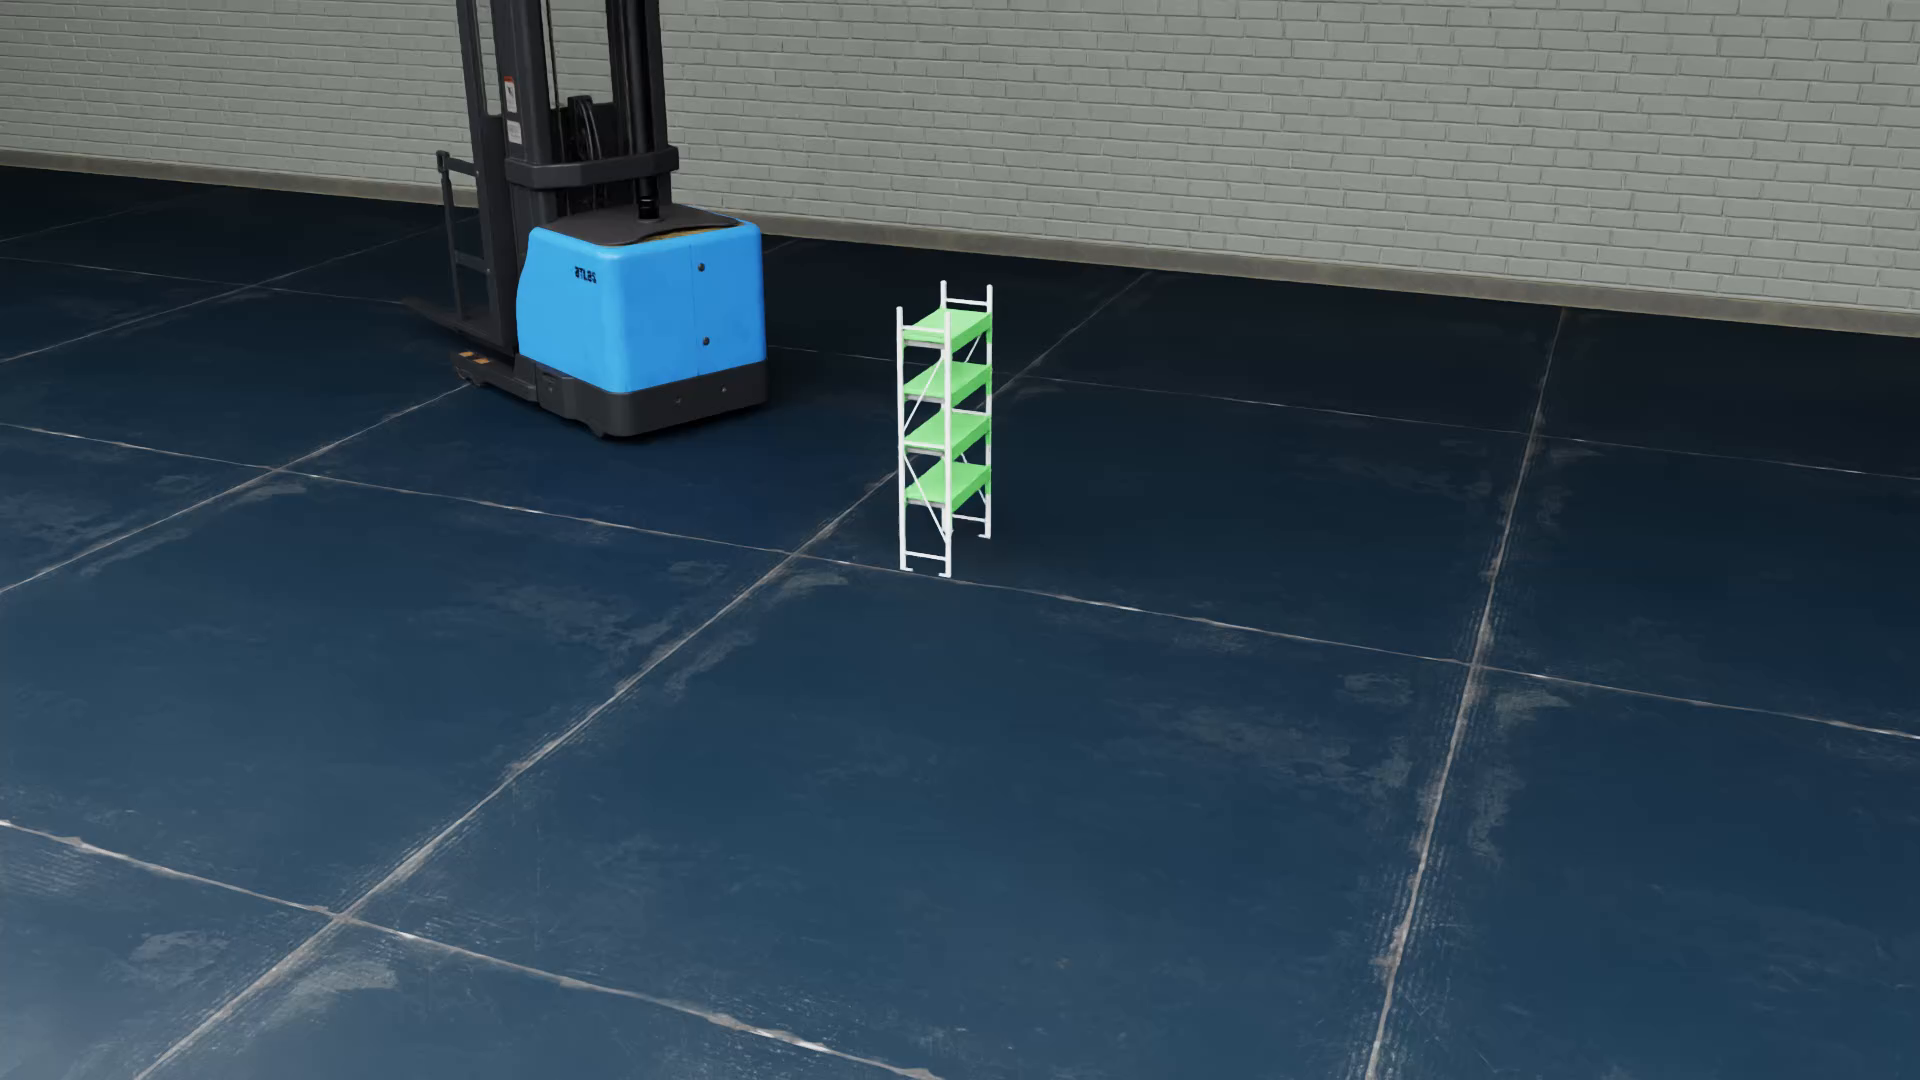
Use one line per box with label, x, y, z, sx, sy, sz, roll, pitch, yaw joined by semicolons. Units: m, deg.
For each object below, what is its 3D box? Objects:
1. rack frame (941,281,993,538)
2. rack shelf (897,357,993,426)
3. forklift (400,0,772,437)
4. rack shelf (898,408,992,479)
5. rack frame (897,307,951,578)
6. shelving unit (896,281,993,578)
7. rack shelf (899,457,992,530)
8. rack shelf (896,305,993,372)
rack frame;0.029;-0.582;7.586;0.240;1.200;0.015;9;24;20
rack shelf;-0.061;-0.657;7.309;0.258;0.148;0.480;9;24;20
forklift;-2.437;-2.390;9.668;1.130;2.935;3.031;-19;29;-38
rack shelf;-0.061;-0.435;7.402;0.258;0.148;0.480;9;24;20
rack frame;-0.152;-0.407;7.168;0.240;1.200;0.015;9;24;20
shelving unit;-0.061;-0.494;7.377;0.258;1.200;0.503;9;24;20
rack shelf;-0.061;-0.214;7.494;0.258;0.148;0.480;9;24;20
rack shelf;-0.062;-0.878;7.217;0.258;0.148;0.480;9;24;20
